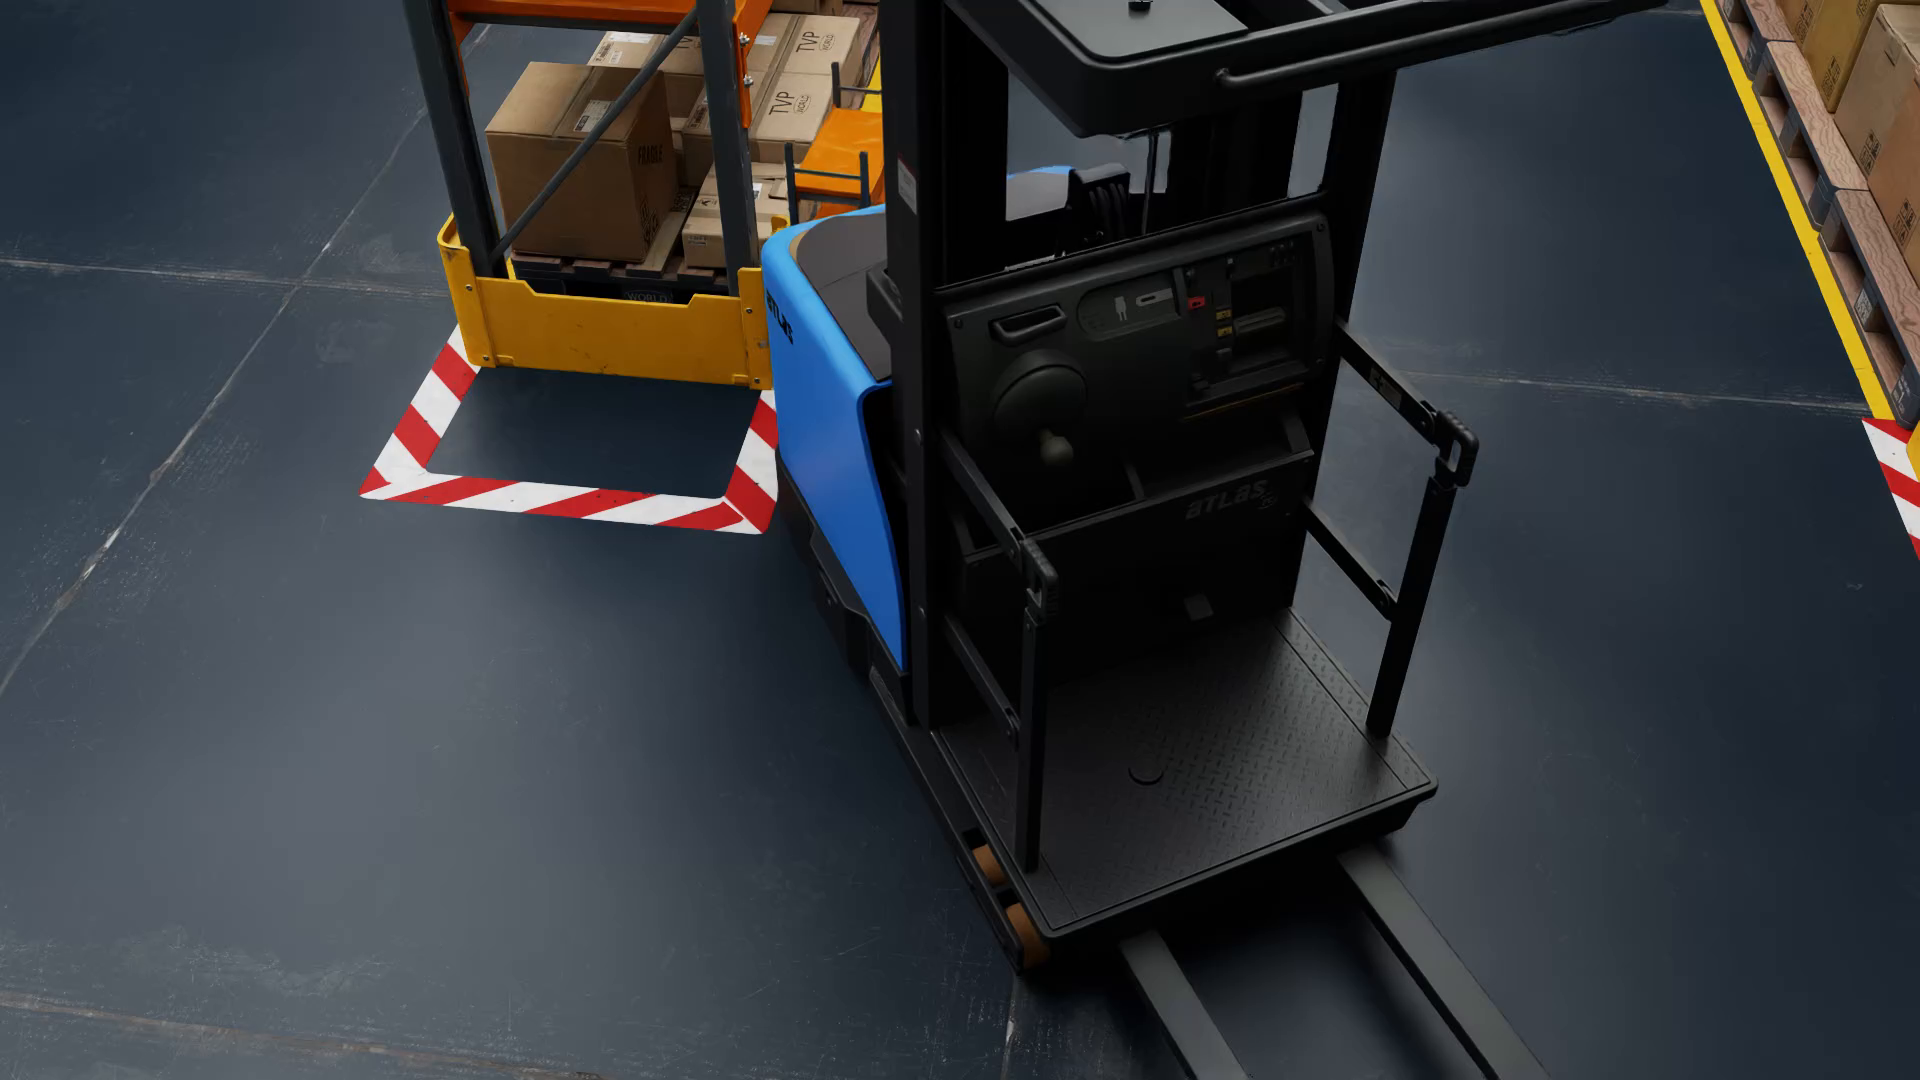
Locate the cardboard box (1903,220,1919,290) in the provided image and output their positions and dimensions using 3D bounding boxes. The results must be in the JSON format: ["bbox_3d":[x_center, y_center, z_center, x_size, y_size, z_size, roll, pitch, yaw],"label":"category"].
[{"bbox_3d":[3.728,-1.006,5.644,0.700,0.500,0.500,5,44,6],"label":"cardboard box"}]

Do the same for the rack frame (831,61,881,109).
[{"bbox_3d":[-0.271,-0.992,5.425,0.240,1.200,0.015,9,44,9],"label":"rack frame"}]

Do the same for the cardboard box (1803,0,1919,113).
[{"bbox_3d":[3.923,-2.054,6.751,0.700,0.500,0.500,6,44,6],"label":"cardboard box"}]

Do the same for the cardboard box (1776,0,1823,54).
[{"bbox_3d":[3.993,-2.404,7.120,0.700,0.500,0.500,5,44,5],"label":"cardboard box"}]

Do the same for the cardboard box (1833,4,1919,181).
[{"bbox_3d":[3.860,-1.690,6.366,0.700,0.500,0.500,4,44,4],"label":"cardboard box"}]

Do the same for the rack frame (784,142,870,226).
[{"bbox_3d":[-0.377,-0.664,5.079,0.240,1.200,0.015,9,44,9],"label":"rack frame"}]

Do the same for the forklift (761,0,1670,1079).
[{"bbox_3d":[0.498,-0.347,3.485,1.130,2.935,3.031,-17,46,-17],"label":"forklift"}]

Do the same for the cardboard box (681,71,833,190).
[{"bbox_3d":[-0.757,-1.570,6.406,0.500,0.250,0.500,5,44,6],"label":"cardboard box"}]

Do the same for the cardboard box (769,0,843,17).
[{"bbox_3d":[-0.891,-2.422,7.122,0.797,0.503,0.637,5,44,6],"label":"cardboard box"}]

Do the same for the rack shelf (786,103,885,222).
[{"bbox_3d":[-0.324,-1.113,4.981,0.258,0.148,0.480,9,44,9],"label":"rack shelf"}]

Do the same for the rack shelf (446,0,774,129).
[{"bbox_3d":[-0.912,-2.825,6.575,1.077,0.370,4.000,5,44,6],"label":"rack shelf"}]

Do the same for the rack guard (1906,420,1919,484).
[{"bbox_3d":[3.731,-0.351,5.258,1.175,0.500,0.348,5,44,6],"label":"rack guard"}]

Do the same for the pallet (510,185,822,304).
[{"bbox_3d":[-1.062,-1.306,6.476,1.003,0.211,1.213,5,44,6],"label":"pallet"}]

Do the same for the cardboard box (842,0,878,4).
[{"bbox_3d":[-0.541,-2.708,7.563,0.500,0.311,0.500,5,44,6],"label":"cardboard box"}]

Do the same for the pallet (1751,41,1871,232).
[{"bbox_3d":[3.926,-1.644,6.833,1.003,0.211,1.213,5,44,6],"label":"pallet"}]

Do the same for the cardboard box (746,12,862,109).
[{"bbox_3d":[-0.691,-1.911,6.766,0.500,0.250,0.500,5,44,6],"label":"cardboard box"}]

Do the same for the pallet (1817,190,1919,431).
[{"bbox_3d":[3.762,-0.815,5.957,1.003,0.211,1.213,5,44,6],"label":"pallet"}]

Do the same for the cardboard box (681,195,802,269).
[{"bbox_3d":[-0.780,-1.102,5.986,0.380,0.149,0.250,5,44,6],"label":"cardboard box"}]

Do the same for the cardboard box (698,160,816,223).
[{"bbox_3d":[-0.747,-1.279,6.160,0.380,0.166,0.250,5,44,6],"label":"cardboard box"}]

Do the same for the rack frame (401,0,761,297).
[{"bbox_3d":[-1.176,-1.723,4.888,1.000,3.000,0.127,5,44,6],"label":"rack frame"}]

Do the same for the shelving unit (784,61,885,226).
[{"bbox_3d":[-0.324,-0.828,5.252,0.258,1.200,0.503,9,44,9],"label":"shelving unit"}]

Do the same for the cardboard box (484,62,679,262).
[{"bbox_3d":[-1.349,-1.368,6.011,0.500,0.500,0.500,5,44,6],"label":"cardboard box"}]

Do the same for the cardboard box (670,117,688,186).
[{"bbox_3d":[-1.206,-1.515,6.409,0.380,0.166,0.250,5,44,6],"label":"cardboard box"}]

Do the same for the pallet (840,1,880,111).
[{"bbox_3d":[-0.898,-2.135,7.351,1.003,0.211,1.213,5,44,6],"label":"pallet"}]

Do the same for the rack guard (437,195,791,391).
[{"bbox_3d":[-1.166,-0.867,5.802,1.175,0.500,0.348,5,44,6],"label":"rack guard"}]

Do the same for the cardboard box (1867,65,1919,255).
[{"bbox_3d":[3.794,-1.347,6.004,0.700,0.500,0.500,5,44,5],"label":"cardboard box"}]

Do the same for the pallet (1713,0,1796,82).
[{"bbox_3d":[4.085,-2.478,7.713,1.003,0.211,1.213,5,44,6],"label":"pallet"}]

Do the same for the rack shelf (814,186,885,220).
[{"bbox_3d":[-0.324,-0.941,5.144,0.258,0.148,0.480,9,44,9],"label":"rack shelf"}]

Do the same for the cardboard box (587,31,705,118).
[{"bbox_3d":[-1.193,-1.922,6.778,0.500,0.250,0.500,5,44,6],"label":"cardboard box"}]
